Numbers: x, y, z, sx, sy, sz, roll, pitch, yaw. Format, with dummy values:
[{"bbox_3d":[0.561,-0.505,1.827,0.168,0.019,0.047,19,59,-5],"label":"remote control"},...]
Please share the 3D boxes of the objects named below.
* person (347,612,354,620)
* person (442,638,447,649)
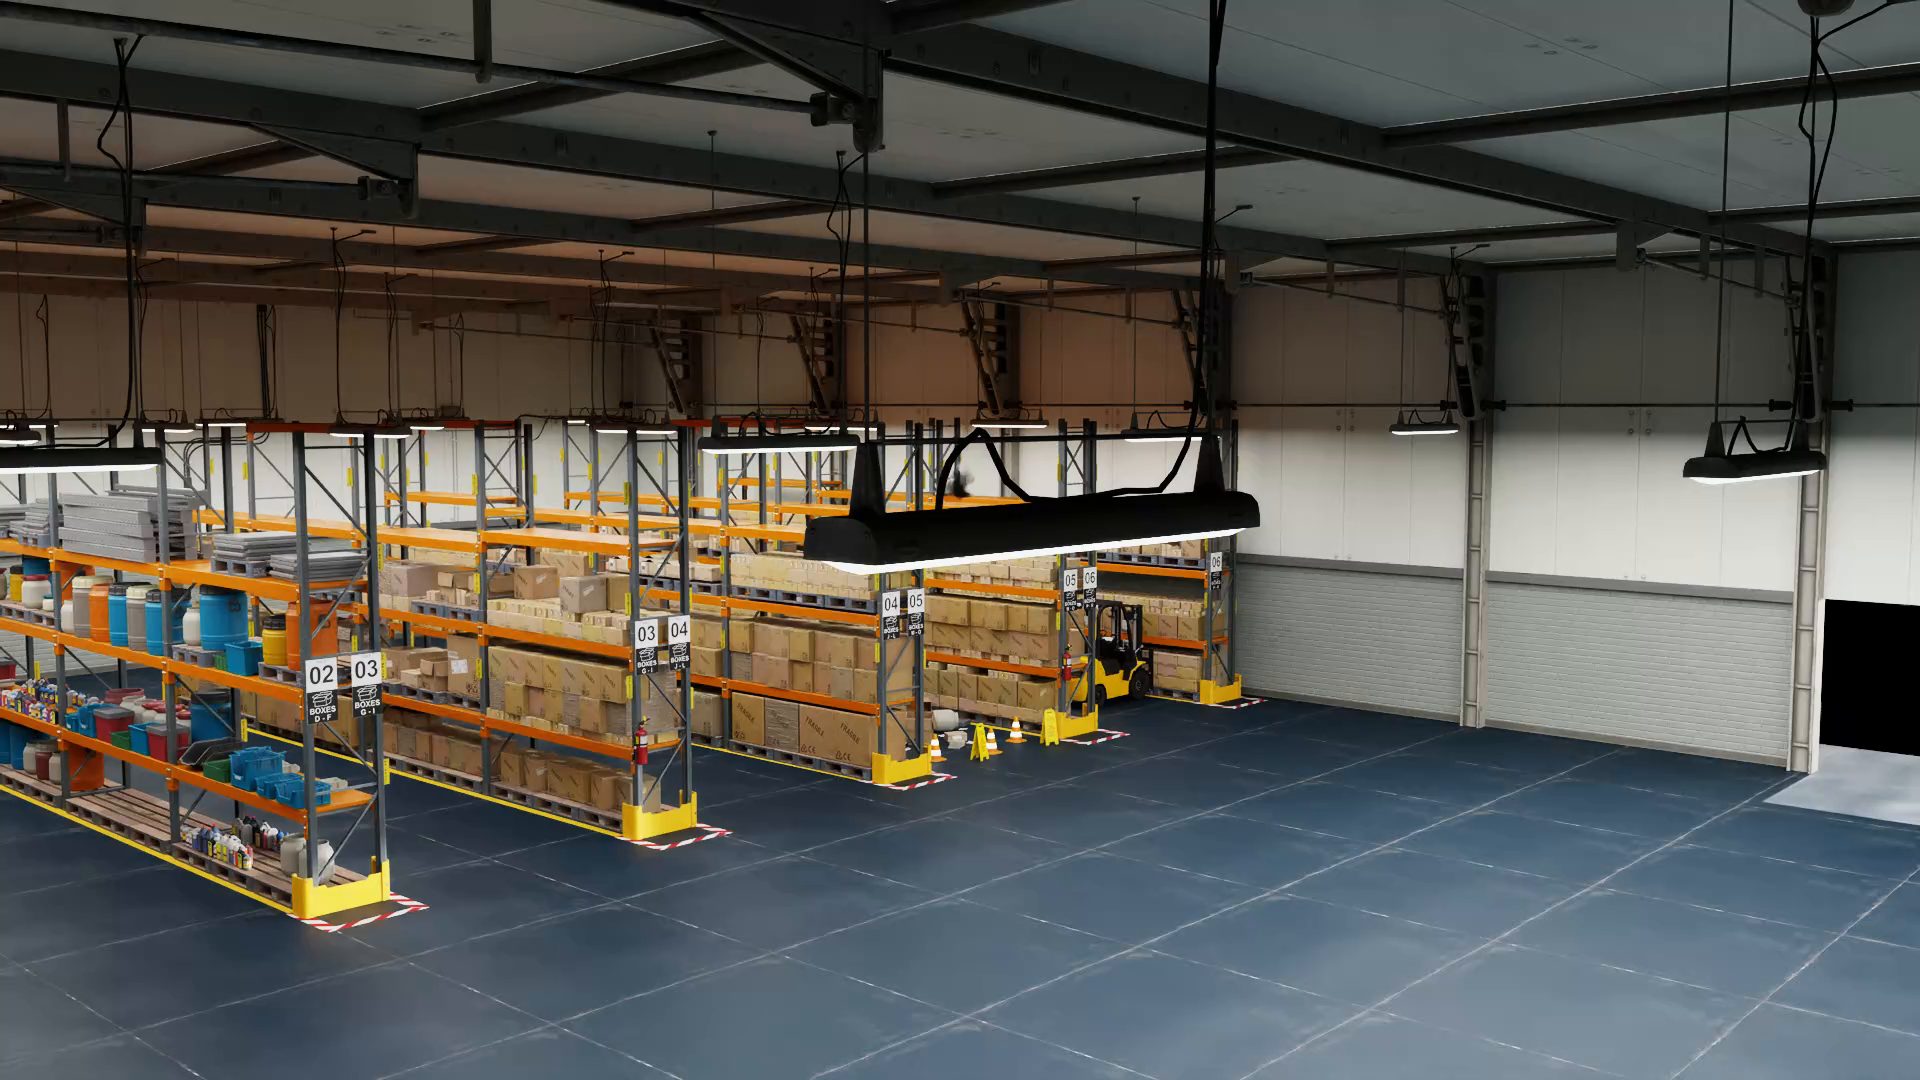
[{"bbox_3d":[-14.300,2.339,38.836,0.748,1.640,0.542,3,6,37],"label":"person"},{"bbox_3d":[-12.440,2.236,40.323,0.764,1.697,0.612,3,5,31],"label":"person"}]
